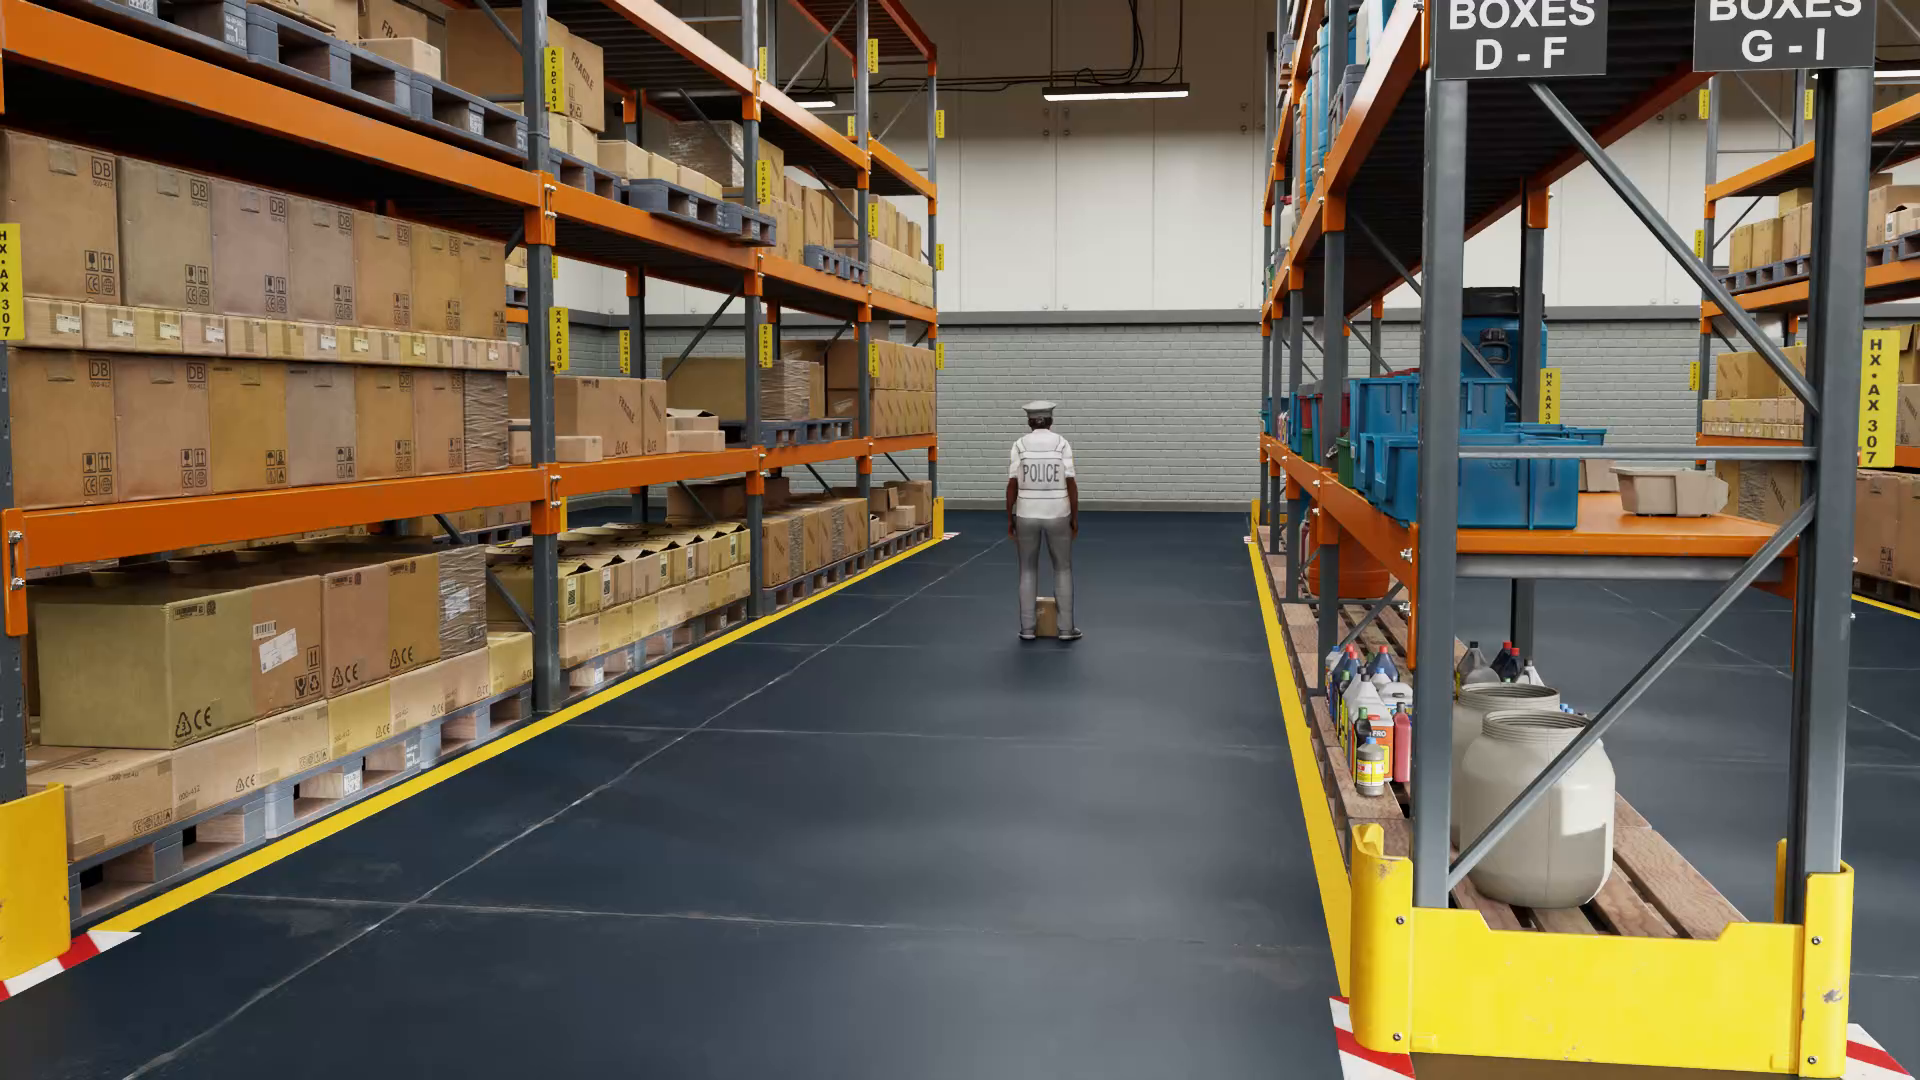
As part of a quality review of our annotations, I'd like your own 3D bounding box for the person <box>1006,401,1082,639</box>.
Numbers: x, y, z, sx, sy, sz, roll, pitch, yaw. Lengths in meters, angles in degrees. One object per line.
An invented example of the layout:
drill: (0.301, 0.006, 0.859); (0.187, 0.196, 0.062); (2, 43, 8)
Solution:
person: (0.588, -0.138, 11.596); (0.532, 1.664, 0.392); (0, 5, 6)
